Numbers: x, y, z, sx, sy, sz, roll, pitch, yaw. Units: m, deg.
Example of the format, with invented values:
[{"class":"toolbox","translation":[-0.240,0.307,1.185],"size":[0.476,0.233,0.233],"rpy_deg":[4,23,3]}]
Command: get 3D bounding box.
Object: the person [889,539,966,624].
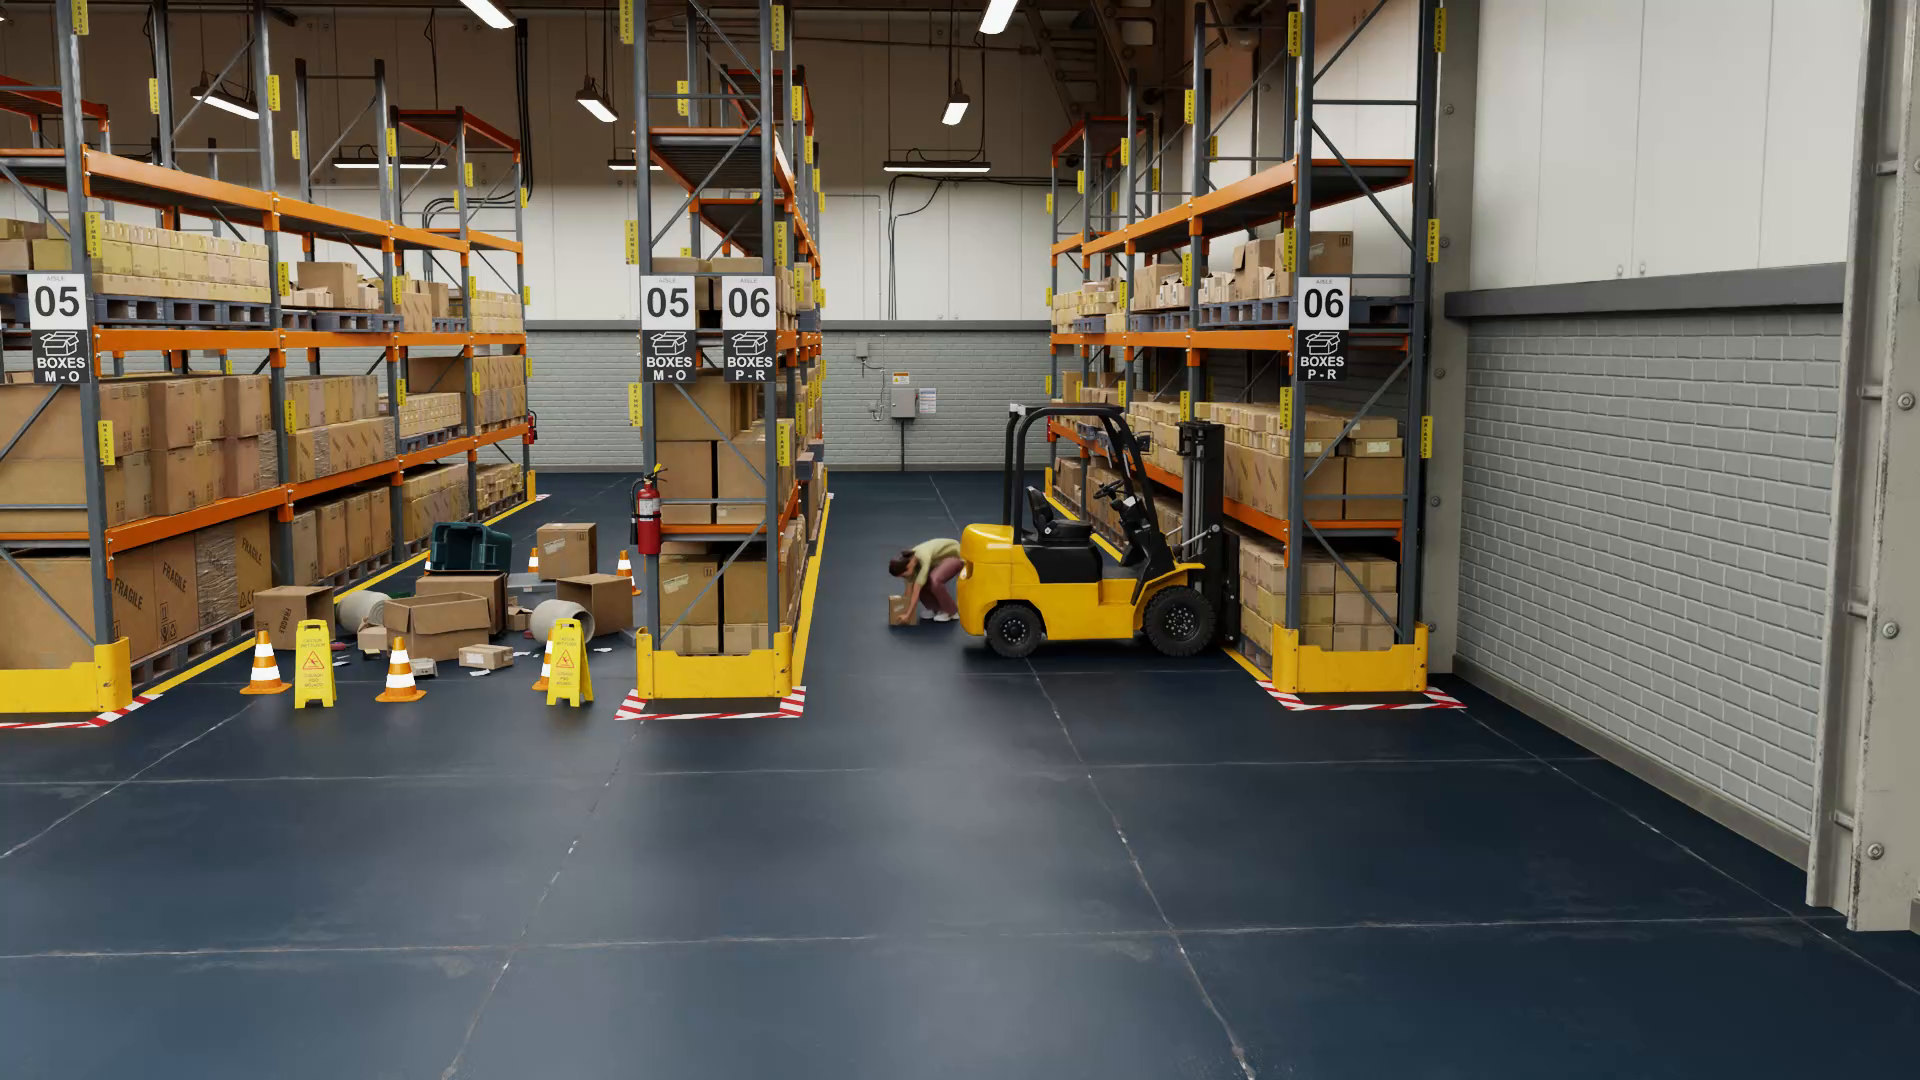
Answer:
[{"class":"person","translation":[-0.321,0.417,16.172],"size":[0.862,0.831,0.474],"rpy_deg":[-5,8,-35]}]
